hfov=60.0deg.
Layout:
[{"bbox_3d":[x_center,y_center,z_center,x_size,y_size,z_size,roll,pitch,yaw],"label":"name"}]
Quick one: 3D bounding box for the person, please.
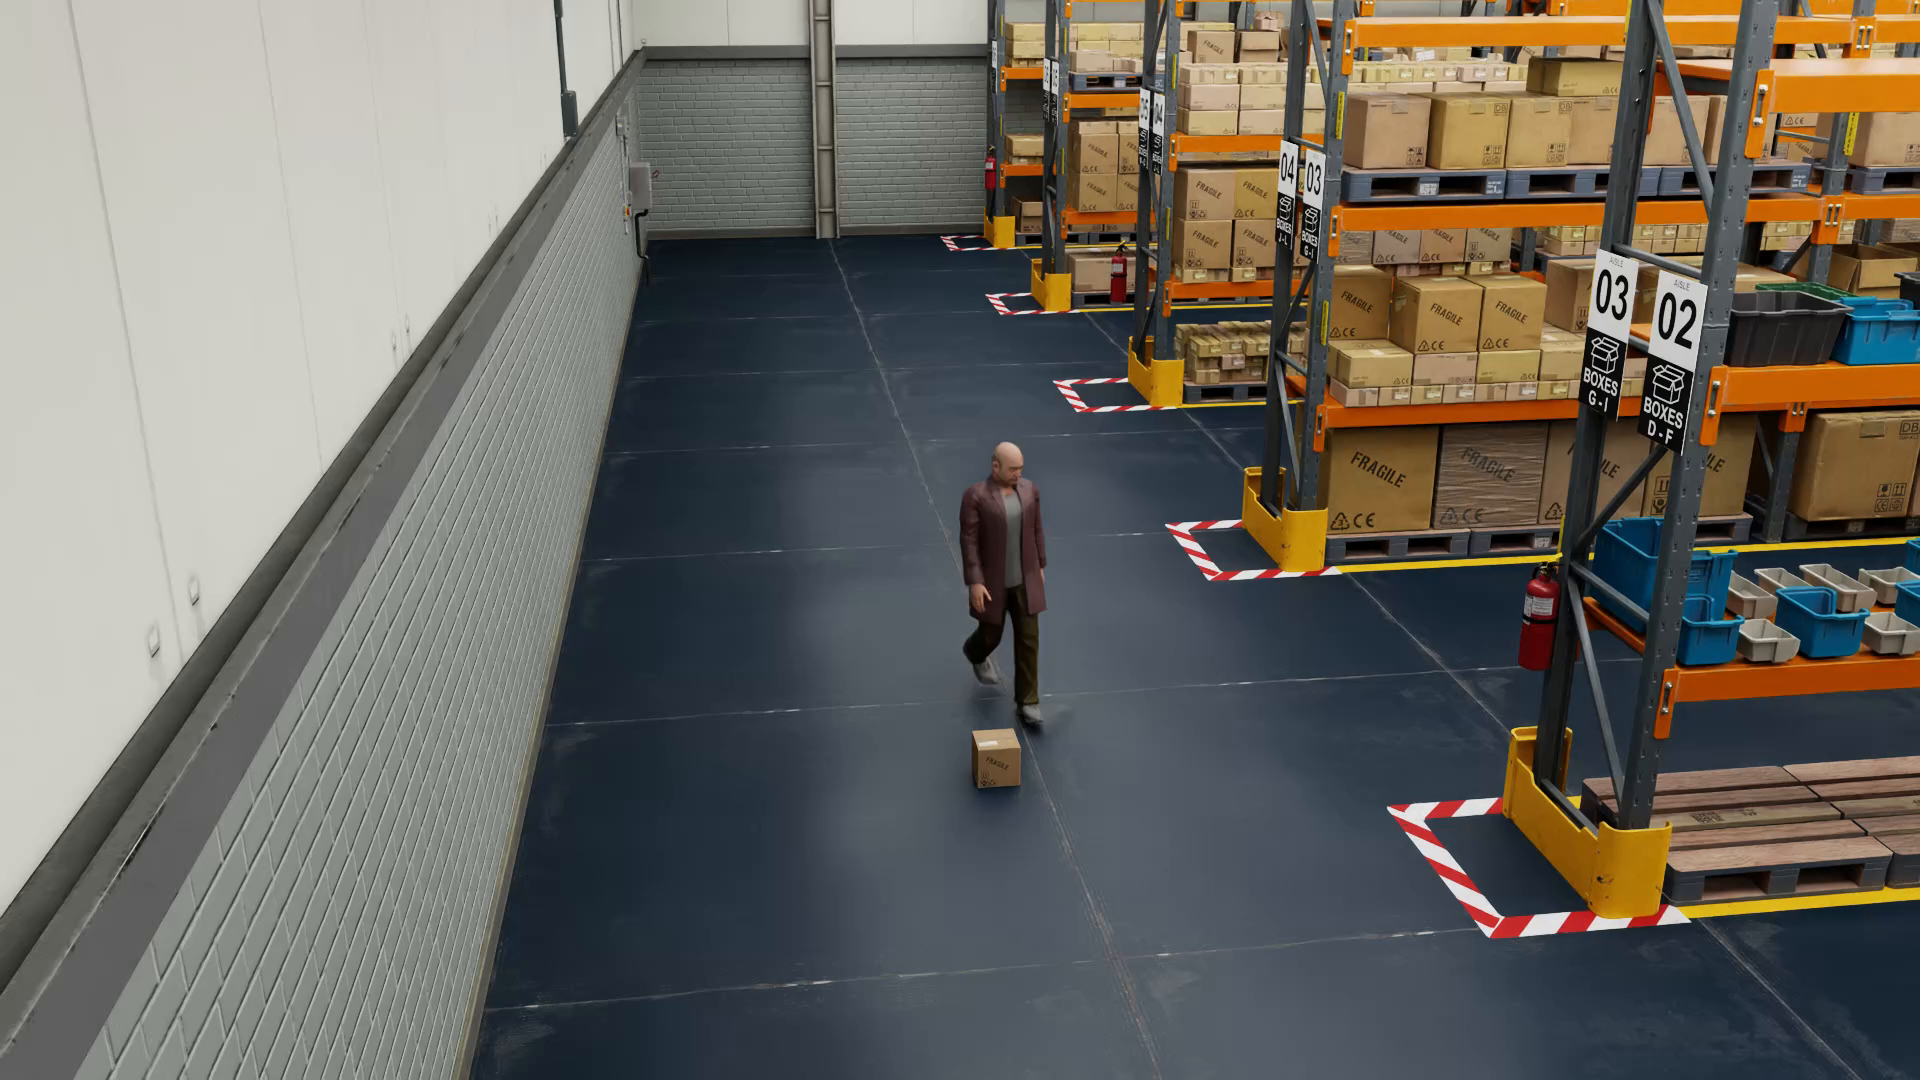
[{"bbox_3d":[0.272,0.279,10.335,0.617,1.723,0.680,-7,21,-18],"label":"person"}]
